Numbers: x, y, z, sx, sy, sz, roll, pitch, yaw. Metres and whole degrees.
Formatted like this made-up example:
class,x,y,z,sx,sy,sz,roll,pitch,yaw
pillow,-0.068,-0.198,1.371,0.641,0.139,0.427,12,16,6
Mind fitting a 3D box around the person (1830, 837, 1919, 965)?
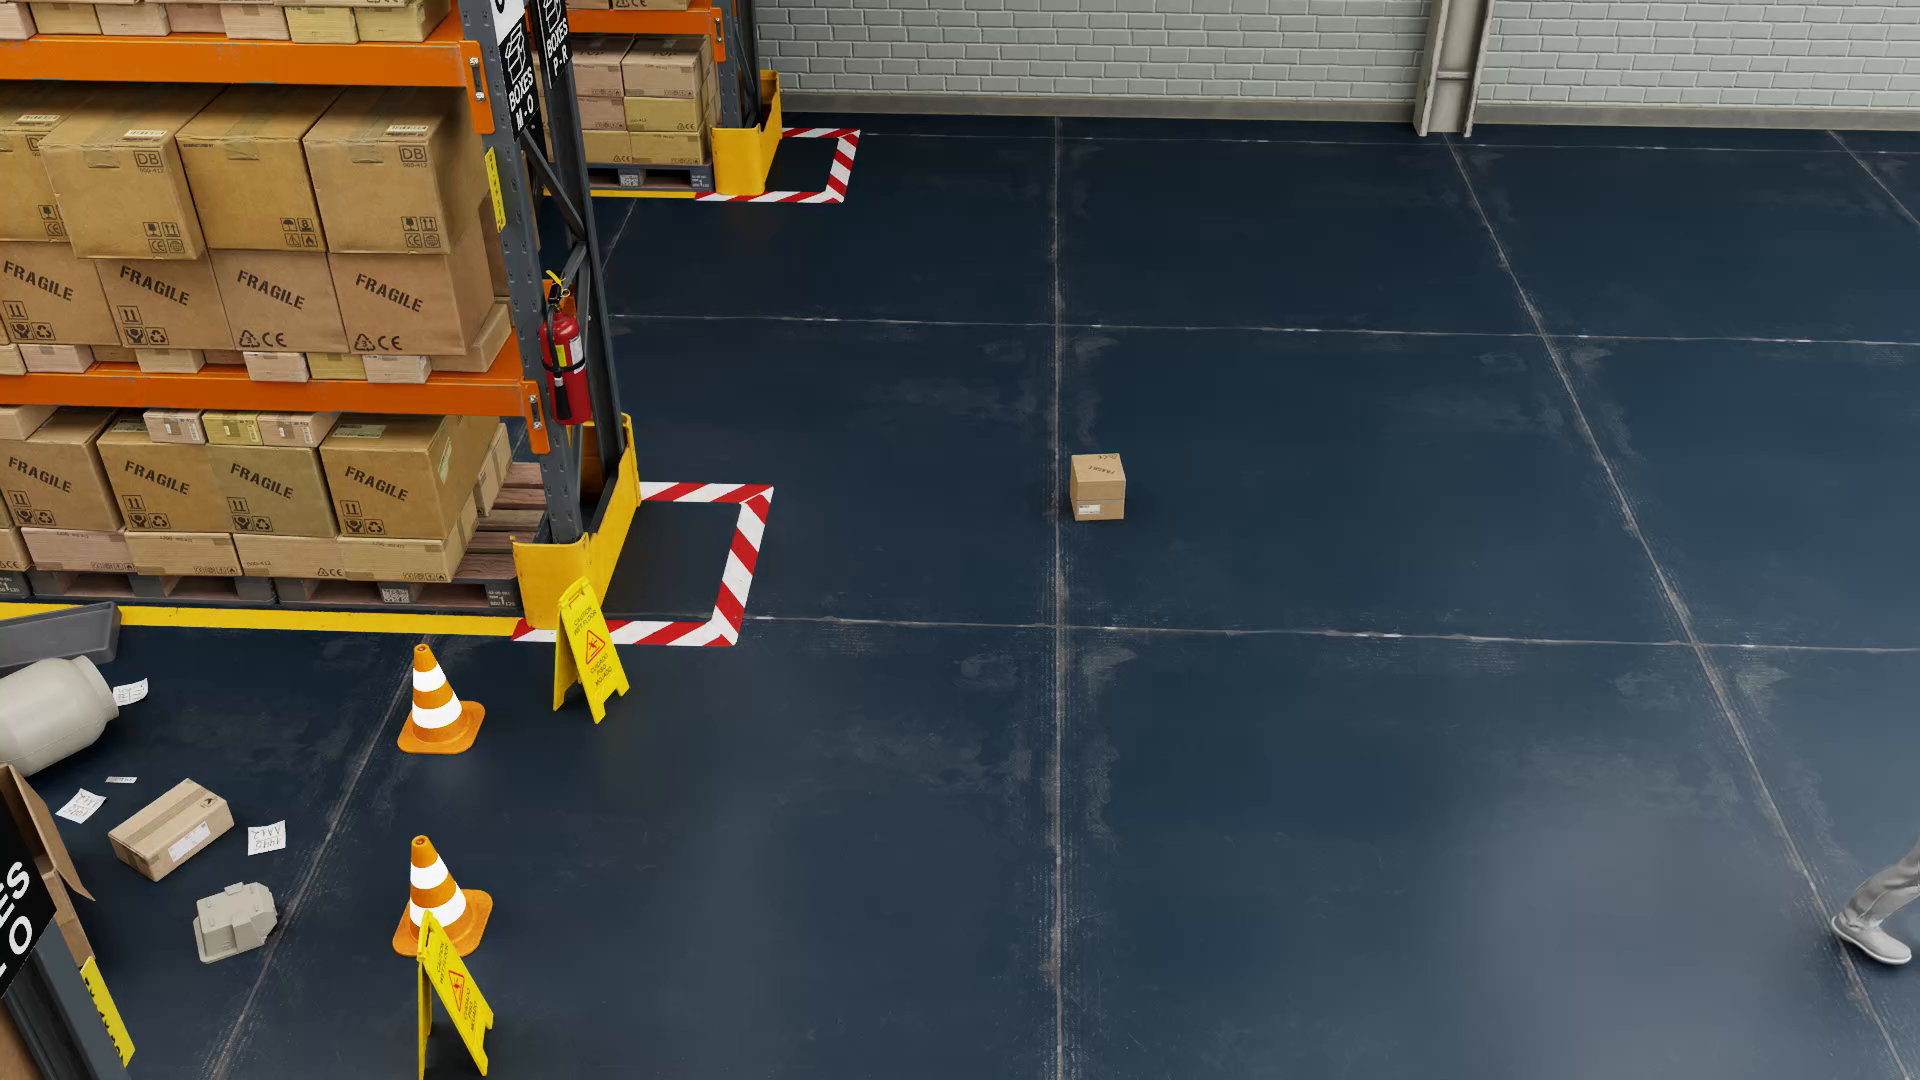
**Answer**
class,x,y,z,sx,sy,sz,roll,pitch,yaw
person,3.622,0.944,5.806,0.638,1.742,0.548,25,43,30
